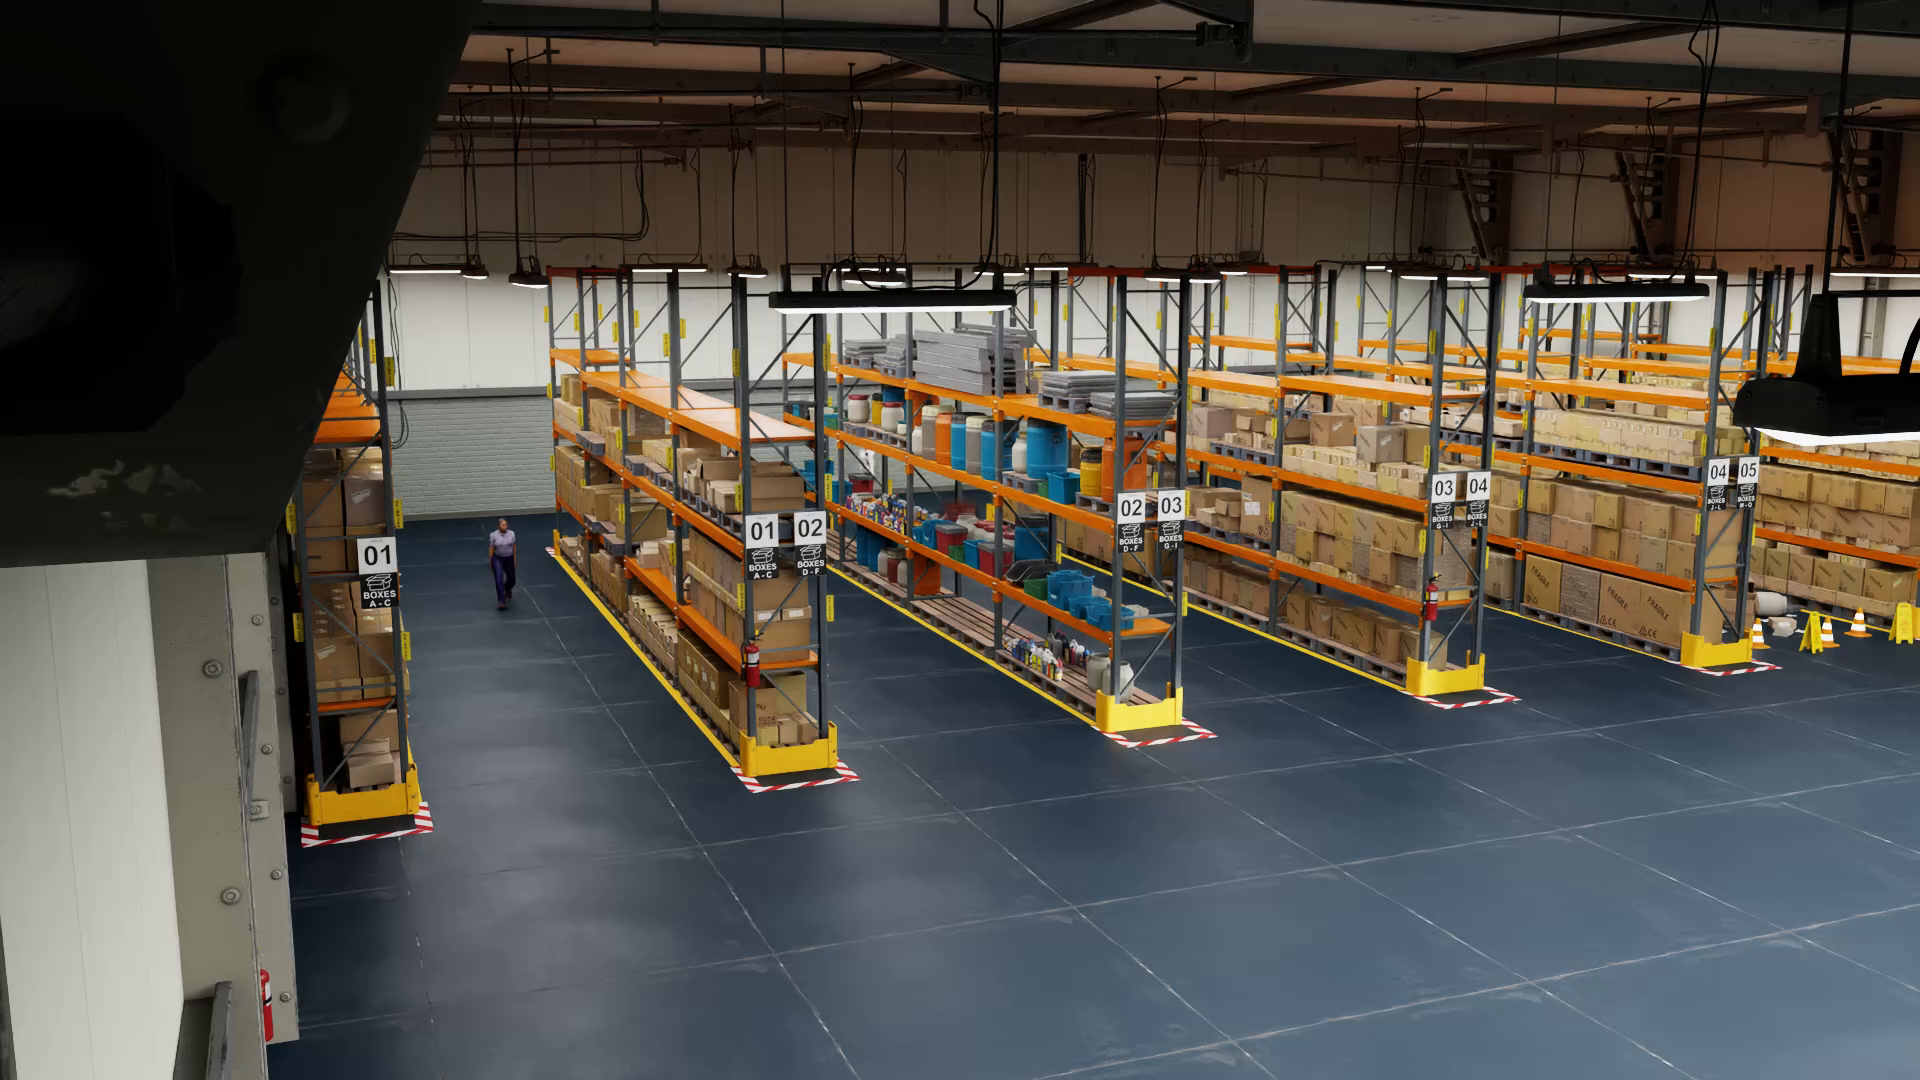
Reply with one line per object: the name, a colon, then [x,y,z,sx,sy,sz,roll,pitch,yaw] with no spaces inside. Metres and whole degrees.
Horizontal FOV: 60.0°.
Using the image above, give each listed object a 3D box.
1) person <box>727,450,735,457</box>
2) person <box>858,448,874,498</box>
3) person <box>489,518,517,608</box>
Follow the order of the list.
person: [-5.438,-1.340,39.592,1.105,1.586,0.454,7,12,34]
person: [-2.353,-1.690,41.470,0.530,1.705,0.437,10,14,44]
person: [-8.197,0.368,29.828,0.483,1.600,0.838,-4,11,-23]
